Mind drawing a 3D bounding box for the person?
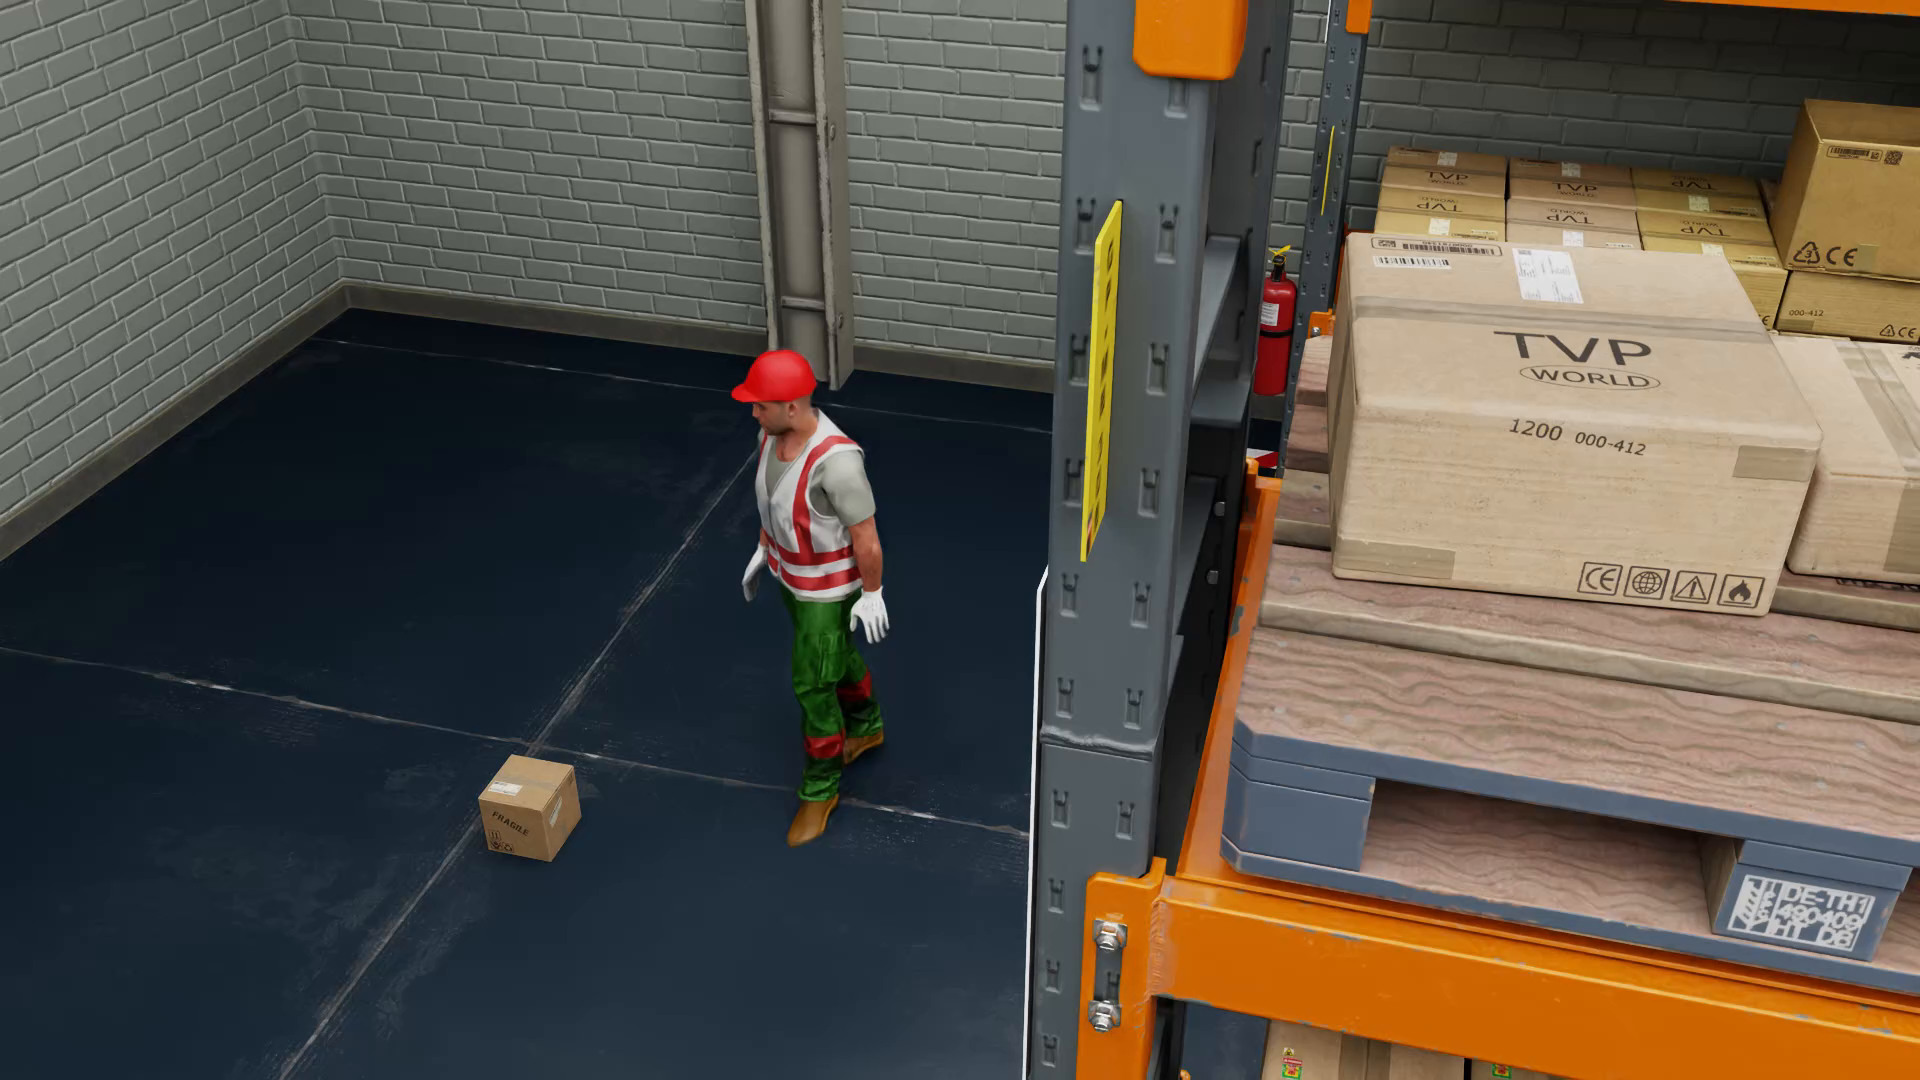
[{"bbox_3d":[-0.518,0.167,5.873,0.594,1.825,0.577,-20,37,-28],"label":"person"}]
